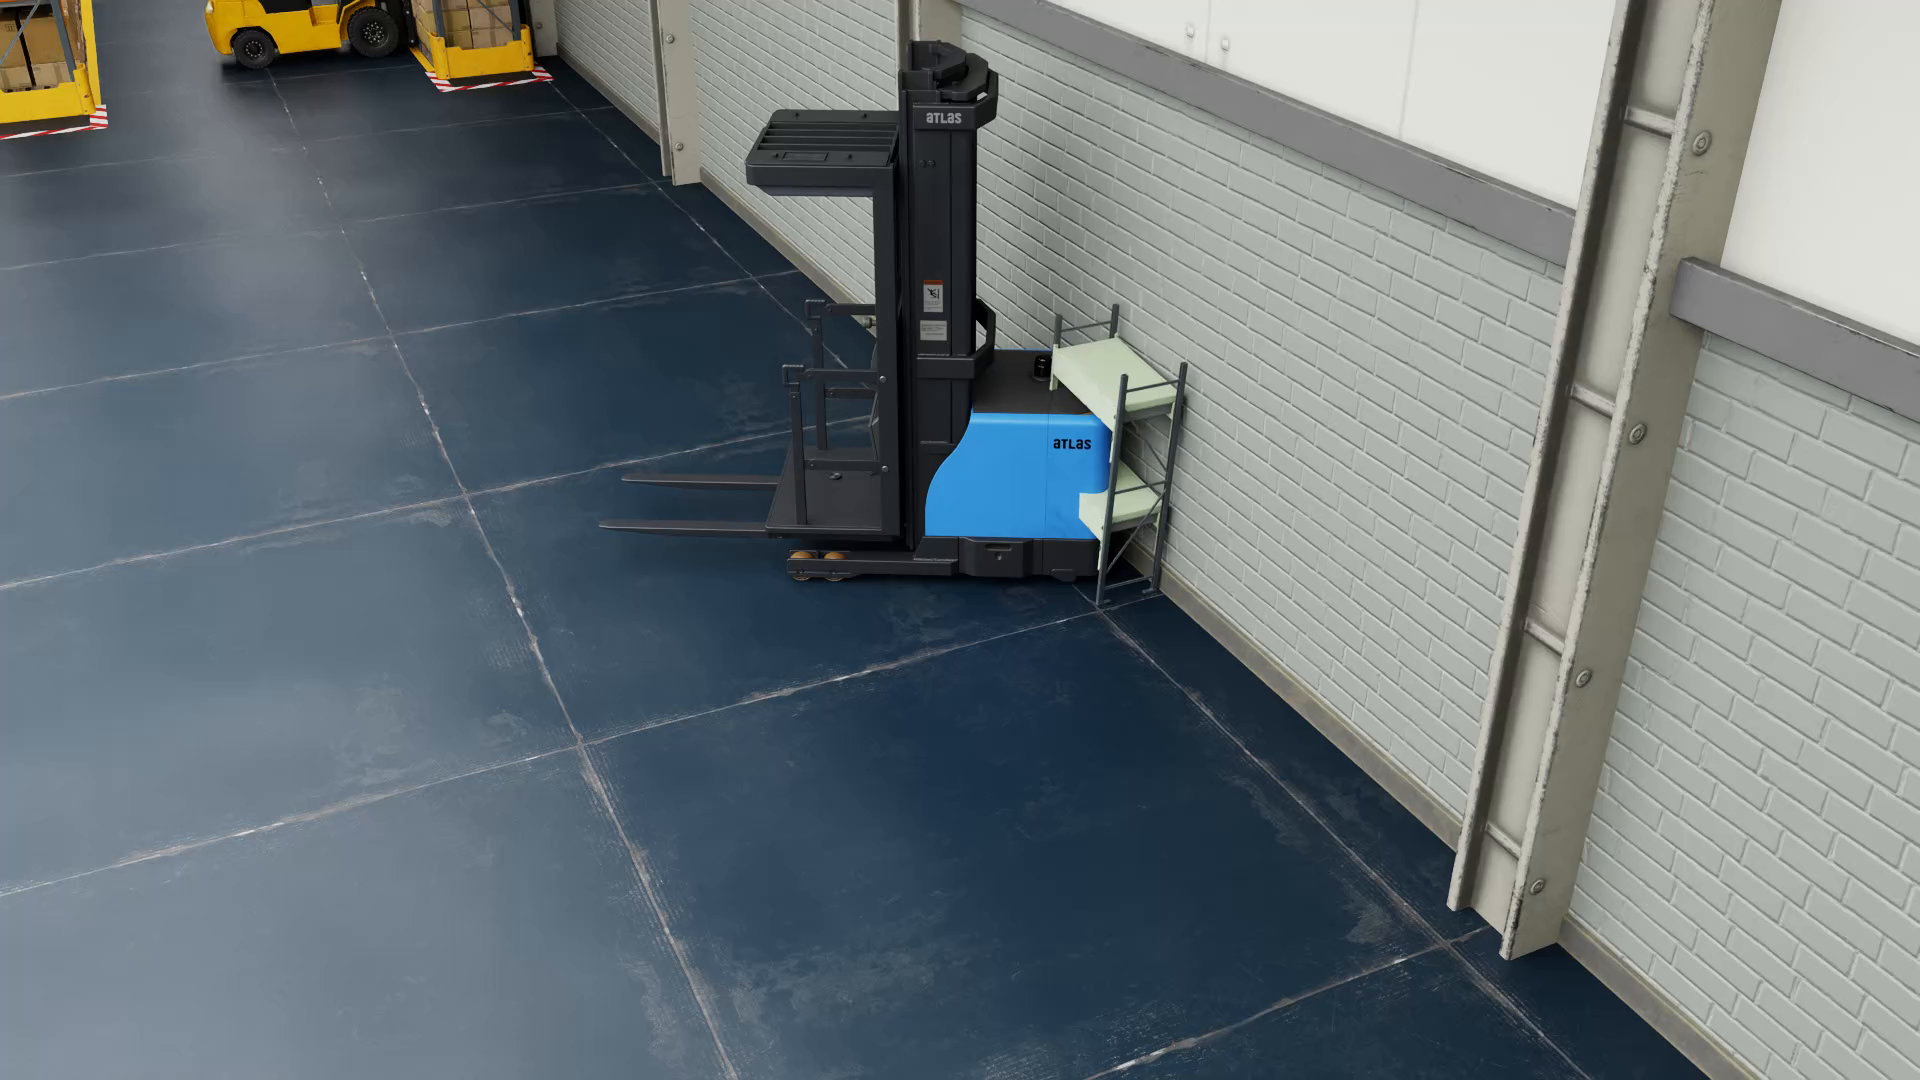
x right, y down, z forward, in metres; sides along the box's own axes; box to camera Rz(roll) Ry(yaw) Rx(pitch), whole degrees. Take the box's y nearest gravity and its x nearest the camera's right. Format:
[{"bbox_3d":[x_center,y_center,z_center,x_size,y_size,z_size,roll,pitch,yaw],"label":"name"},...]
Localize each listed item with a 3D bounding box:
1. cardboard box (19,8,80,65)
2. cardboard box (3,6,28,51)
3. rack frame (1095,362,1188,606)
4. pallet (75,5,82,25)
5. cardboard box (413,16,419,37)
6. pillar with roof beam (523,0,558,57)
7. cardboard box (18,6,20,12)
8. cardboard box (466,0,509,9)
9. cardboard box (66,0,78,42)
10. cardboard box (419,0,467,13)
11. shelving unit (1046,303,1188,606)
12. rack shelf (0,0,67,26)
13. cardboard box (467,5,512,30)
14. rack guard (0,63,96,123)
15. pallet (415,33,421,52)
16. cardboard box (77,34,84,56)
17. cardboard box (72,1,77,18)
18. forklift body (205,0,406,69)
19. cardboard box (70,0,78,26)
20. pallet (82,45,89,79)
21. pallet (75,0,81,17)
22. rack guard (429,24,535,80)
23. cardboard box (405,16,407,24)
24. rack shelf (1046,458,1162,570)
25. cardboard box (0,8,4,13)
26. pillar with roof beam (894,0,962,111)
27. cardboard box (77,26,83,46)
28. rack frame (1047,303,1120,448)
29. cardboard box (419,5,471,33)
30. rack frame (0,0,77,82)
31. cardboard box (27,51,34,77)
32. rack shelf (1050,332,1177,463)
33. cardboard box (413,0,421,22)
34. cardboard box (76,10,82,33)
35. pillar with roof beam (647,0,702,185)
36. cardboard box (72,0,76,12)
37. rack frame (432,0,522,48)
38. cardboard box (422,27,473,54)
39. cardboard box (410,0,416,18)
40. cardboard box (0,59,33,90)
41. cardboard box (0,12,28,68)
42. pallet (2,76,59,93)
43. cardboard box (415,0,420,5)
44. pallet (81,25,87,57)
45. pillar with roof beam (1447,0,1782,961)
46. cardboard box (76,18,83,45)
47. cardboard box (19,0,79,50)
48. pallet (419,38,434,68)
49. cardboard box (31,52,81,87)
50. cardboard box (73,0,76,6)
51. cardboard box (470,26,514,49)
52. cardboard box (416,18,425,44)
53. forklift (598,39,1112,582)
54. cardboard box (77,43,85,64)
[{"bbox_3d":[-10.459,-5.791,19.098,0.500,0.500,0.500,-14,32,-24],"label":"cardboard box"},{"bbox_3d":[-11.158,-5.895,19.284,0.500,0.500,0.500,-12,31,-20],"label":"cardboard box"},{"bbox_3d":[0.997,-0.287,9.210,0.400,1.500,0.023,-13,38,-22],"label":"rack frame"},{"bbox_3d":[-12.405,-6.949,22.400,1.003,0.211,1.213,-13,32,-22],"label":"pallet"},{"bbox_3d":[-6.769,-6.669,21.430,0.500,0.250,0.500,-13,32,-21],"label":"cardboard box"},{"bbox_3d":[-9.243,-9.309,17.623,9.100,9.000,0.400,-13,32,-22],"label":"pillar with roof beam"},{"bbox_3d":[-11.369,-6.119,19.684,0.500,0.500,0.500,-14,32,-23],"label":"cardboard box"},{"bbox_3d":[-5.906,-6.771,20.591,0.500,0.250,0.500,-14,32,-23],"label":"cardboard box"},{"bbox_3d":[-10.895,-6.244,19.907,0.500,0.500,0.500,-12,32,-21],"label":"cardboard box"},{"bbox_3d":[-6.350,-6.657,20.387,0.500,0.250,0.500,-12,31,-20],"label":"cardboard box"},{"bbox_3d":[0.841,-0.481,9.479,0.431,1.500,0.755,-13,38,-22],"label":"shelving unit"},{"bbox_3d":[-11.210,-6.625,19.706,1.077,0.370,4.000,-13,32,-22],"label":"rack shelf"},{"bbox_3d":[-5.885,-6.552,20.712,0.500,0.250,0.500,-12,32,-21],"label":"cardboard box"},{"bbox_3d":[-10.384,-4.998,18.626,1.175,0.500,0.348,-13,32,-22],"label":"rack guard"},{"bbox_3d":[-6.756,-6.750,22.044,1.003,0.211,1.213,-13,32,-22],"label":"pallet"},{"bbox_3d":[-10.906,-5.919,20.093,0.500,0.250,0.500,-11,31,-19],"label":"cardboard box"},{"bbox_3d":[-11.353,-6.704,20.726,0.500,0.500,0.500,-12,32,-21],"label":"cardboard box"},{"bbox_3d":[-8.332,-7.183,20.834,2.313,2.155,1.214,-13,32,-22],"label":"forklift body"},{"bbox_3d":[-11.133,-6.479,20.325,0.500,0.500,0.500,-11,31,-19],"label":"cardboard box"},{"bbox_3d":[-11.221,-5.777,20.309,1.003,0.211,1.213,-13,32,-22],"label":"pallet"},{"bbox_3d":[-12.932,-7.489,23.363,1.003,0.211,1.213,-13,32,-22],"label":"pallet"},{"bbox_3d":[-5.860,-5.998,20.408,1.175,0.500,0.348,-13,32,-22],"label":"rack guard"},{"bbox_3d":[-7.012,-6.893,21.831,0.500,0.250,0.500,-12,31,-20],"label":"cardboard box"},{"bbox_3d":[0.827,-0.213,9.664,0.431,0.370,0.720,-13,38,-22],"label":"rack shelf"},{"bbox_3d":[-11.150,-6.096,18.980,0.380,0.149,0.250,-12,31,-21],"label":"cardboard box"},{"bbox_3d":[-4.092,-4.008,8.169,9.100,9.000,0.400,-13,32,-22],"label":"pillar with roof beam"},{"bbox_3d":[-11.121,-6.142,20.492,0.500,0.250,0.500,-13,32,-21],"label":"cardboard box"},{"bbox_3d":[0.684,-0.674,9.747,0.400,1.500,0.023,-13,38,-22],"label":"rack frame"},{"bbox_3d":[-6.362,-6.450,20.530,0.500,0.250,0.500,-14,32,-23],"label":"cardboard box"},{"bbox_3d":[-10.352,-6.055,17.954,1.000,3.000,0.127,-13,32,-22],"label":"rack frame"},{"bbox_3d":[-11.157,-5.570,19.471,0.500,0.250,0.500,-13,32,-22],"label":"cardboard box"},{"bbox_3d":[0.857,-0.802,9.257,0.431,0.370,0.720,-13,38,-22],"label":"rack shelf"},{"bbox_3d":[-6.567,-6.674,20.929,0.500,0.250,0.500,-13,32,-22],"label":"cardboard box"},{"bbox_3d":[-11.572,-6.601,21.310,0.500,0.250,0.500,-12,31,-20],"label":"cardboard box"},{"bbox_3d":[-6.668,-6.658,12.896,9.100,9.000,0.400,-13,32,-22],"label":"pillar with roof beam"},{"bbox_3d":[-11.573,-6.928,21.126,0.500,0.500,0.500,-14,32,-23],"label":"cardboard box"},{"bbox_3d":[-5.870,-7.099,19.816,1.000,3.000,0.127,-13,32,-22],"label":"rack frame"},{"bbox_3d":[-6.357,-6.224,20.638,0.500,0.250,0.500,-13,32,-22],"label":"cardboard box"},{"bbox_3d":[-6.808,-6.898,21.328,0.500,0.250,0.500,-14,32,-23],"label":"cardboard box"},{"bbox_3d":[-10.952,-5.350,19.079,0.500,0.250,0.500,-13,32,-22],"label":"cardboard box"},{"bbox_3d":[-10.931,-5.665,18.874,0.500,0.500,0.500,-13,32,-22],"label":"cardboard box"},{"bbox_3d":[-10.701,-5.239,19.349,1.003,0.211,1.213,-13,32,-22],"label":"pallet"},{"bbox_3d":[-6.574,-6.881,20.787,0.500,0.250,0.500,-12,32,-21],"label":"cardboard box"},{"bbox_3d":[-11.749,-6.317,21.272,1.003,0.211,1.213,-13,32,-22],"label":"pallet"},{"bbox_3d":[-1.516,-1.357,3.443,9.100,9.000,0.400,-13,32,-22],"label":"pillar with roof beam"},{"bbox_3d":[-11.335,-6.368,20.894,0.500,0.250,0.500,-14,32,-23],"label":"cardboard box"},{"bbox_3d":[-10.688,-6.021,19.508,0.500,0.500,0.500,-14,32,-24],"label":"cardboard box"},{"bbox_3d":[-6.237,-6.212,21.085,1.003,0.211,1.213,-13,32,-22],"label":"pallet"},{"bbox_3d":[-10.448,-5.453,19.263,0.500,0.250,0.500,-13,32,-22],"label":"cardboard box"},{"bbox_3d":[-12.608,-7.407,22.623,0.950,0.372,0.625,-11,31,-19],"label":"cardboard box"},{"bbox_3d":[-5.905,-6.341,20.846,0.500,0.250,0.500,-13,32,-22],"label":"cardboard box"},{"bbox_3d":[-6.562,-6.446,21.033,0.500,0.250,0.500,-13,32,-22],"label":"cardboard box"},{"bbox_3d":[-0.629,-1.293,9.532,3.031,2.935,1.130,1,29,2],"label":"forklift"},{"bbox_3d":[-10.661,-5.680,19.668,0.500,0.250,0.500,-12,31,-20],"label":"cardboard box"}]
